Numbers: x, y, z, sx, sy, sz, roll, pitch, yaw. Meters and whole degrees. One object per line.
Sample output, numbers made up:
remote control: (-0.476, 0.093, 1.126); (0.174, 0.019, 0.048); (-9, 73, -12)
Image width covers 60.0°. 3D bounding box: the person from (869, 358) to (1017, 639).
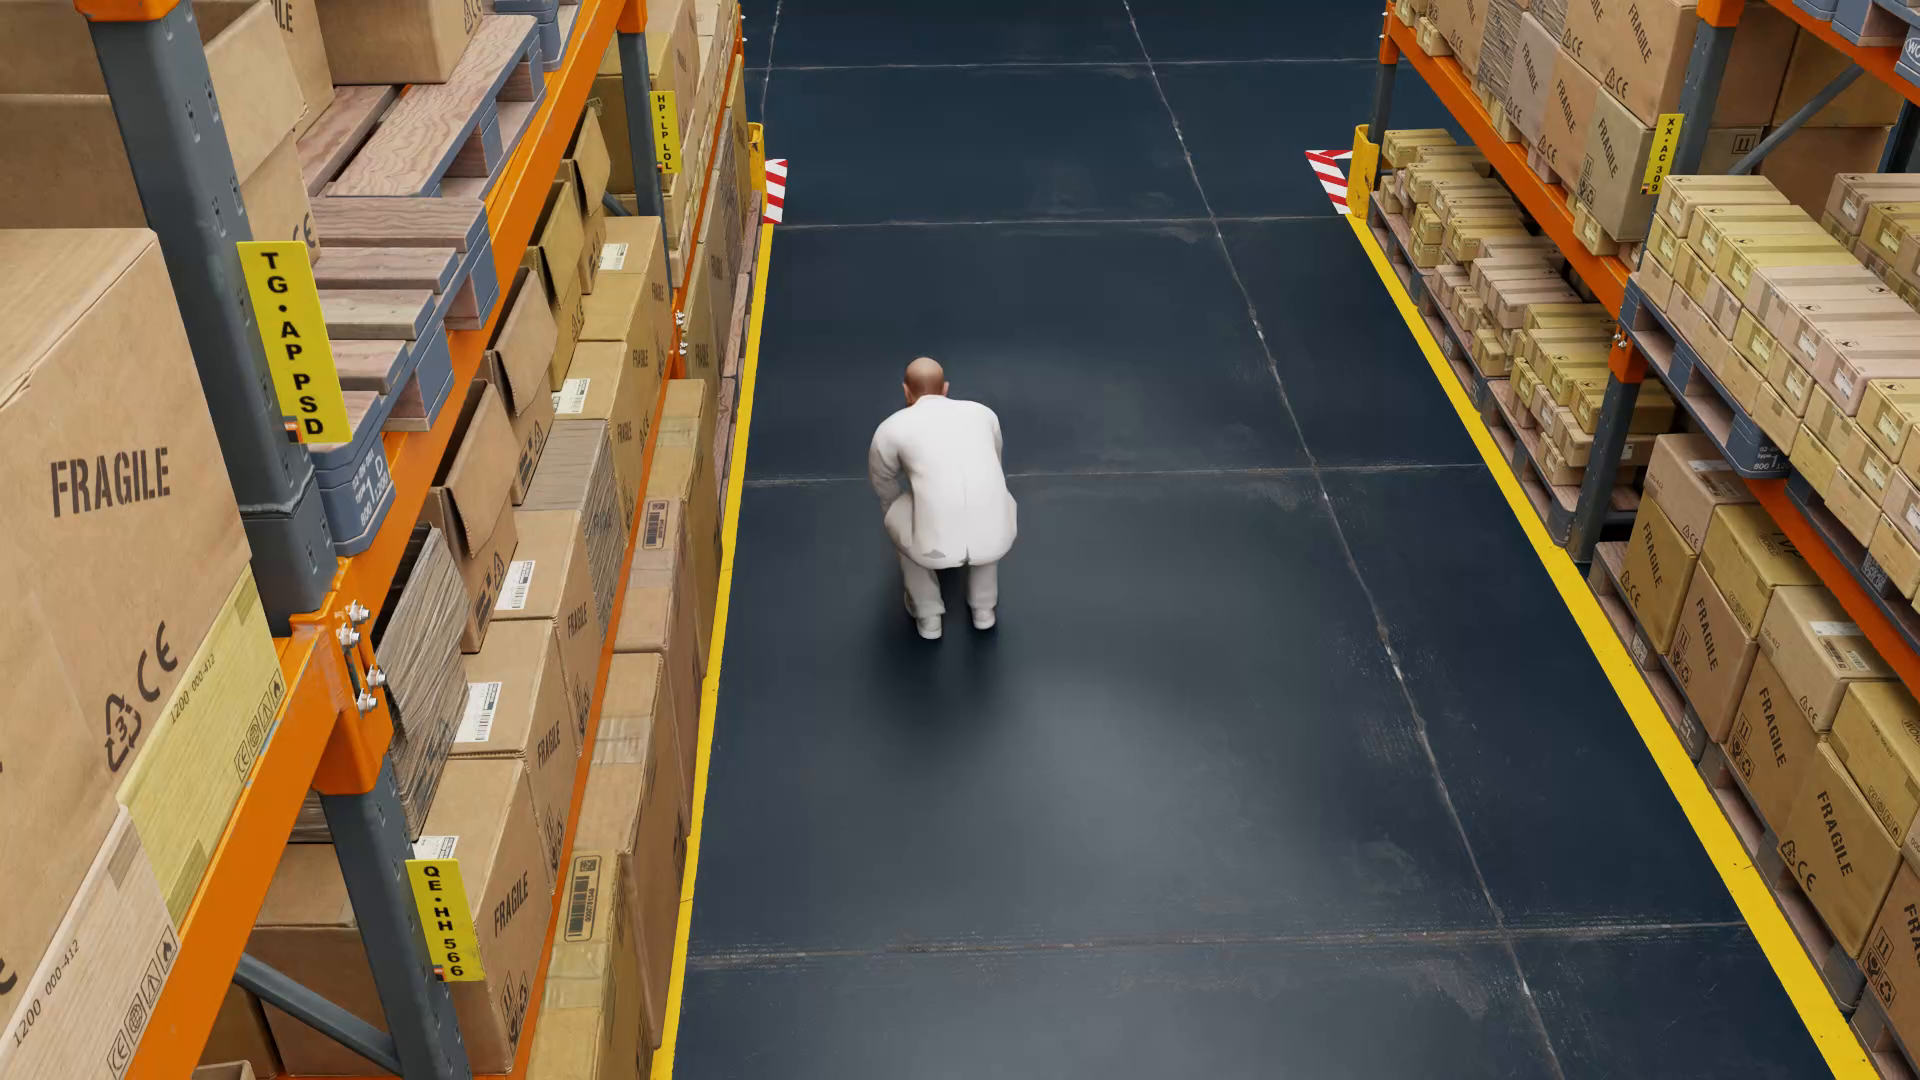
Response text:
person: (-0.066, -0.161, 7.049); (0.609, 1.029, 0.895); (-5, 35, -7)
